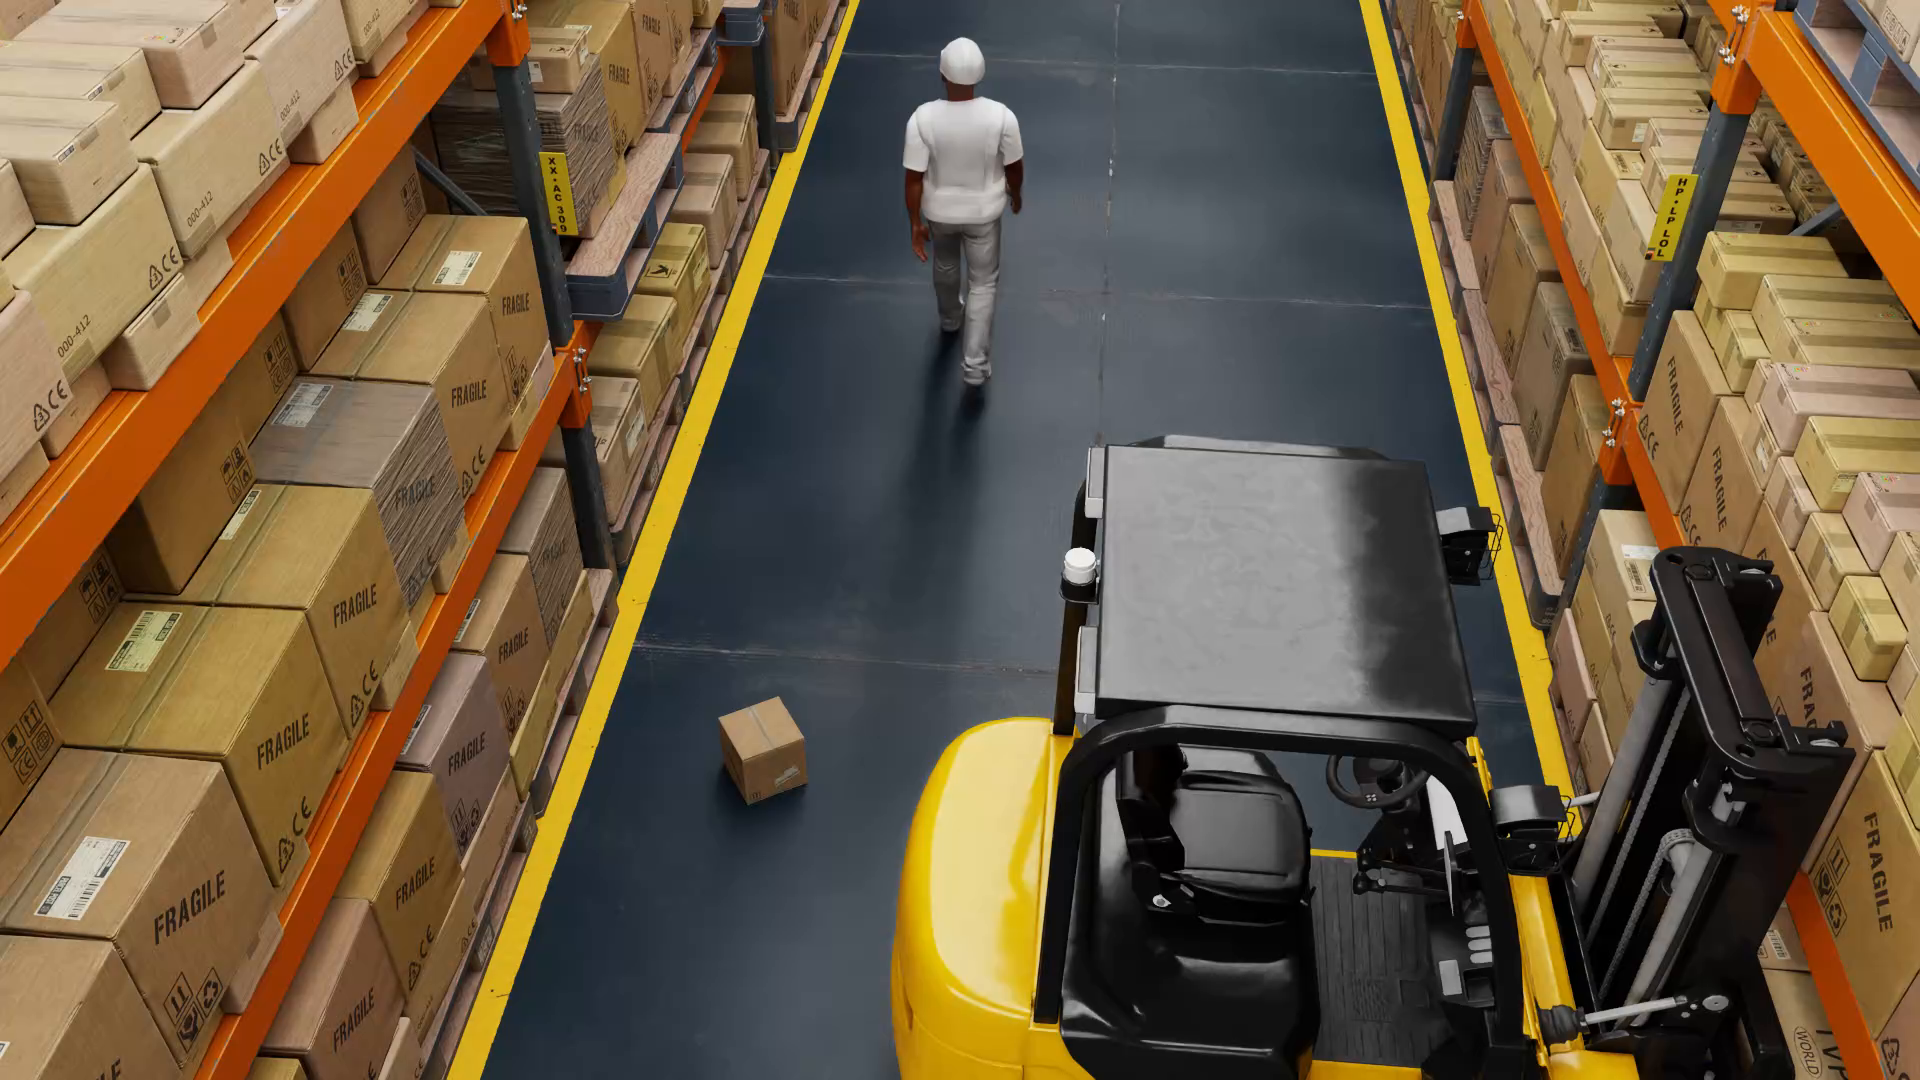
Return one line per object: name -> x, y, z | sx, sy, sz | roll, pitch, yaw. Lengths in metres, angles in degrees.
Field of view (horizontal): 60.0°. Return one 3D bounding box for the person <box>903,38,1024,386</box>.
person -> 0.024, -1.631, 8.093 | 0.560, 1.724, 0.993 | 3, 40, 4
